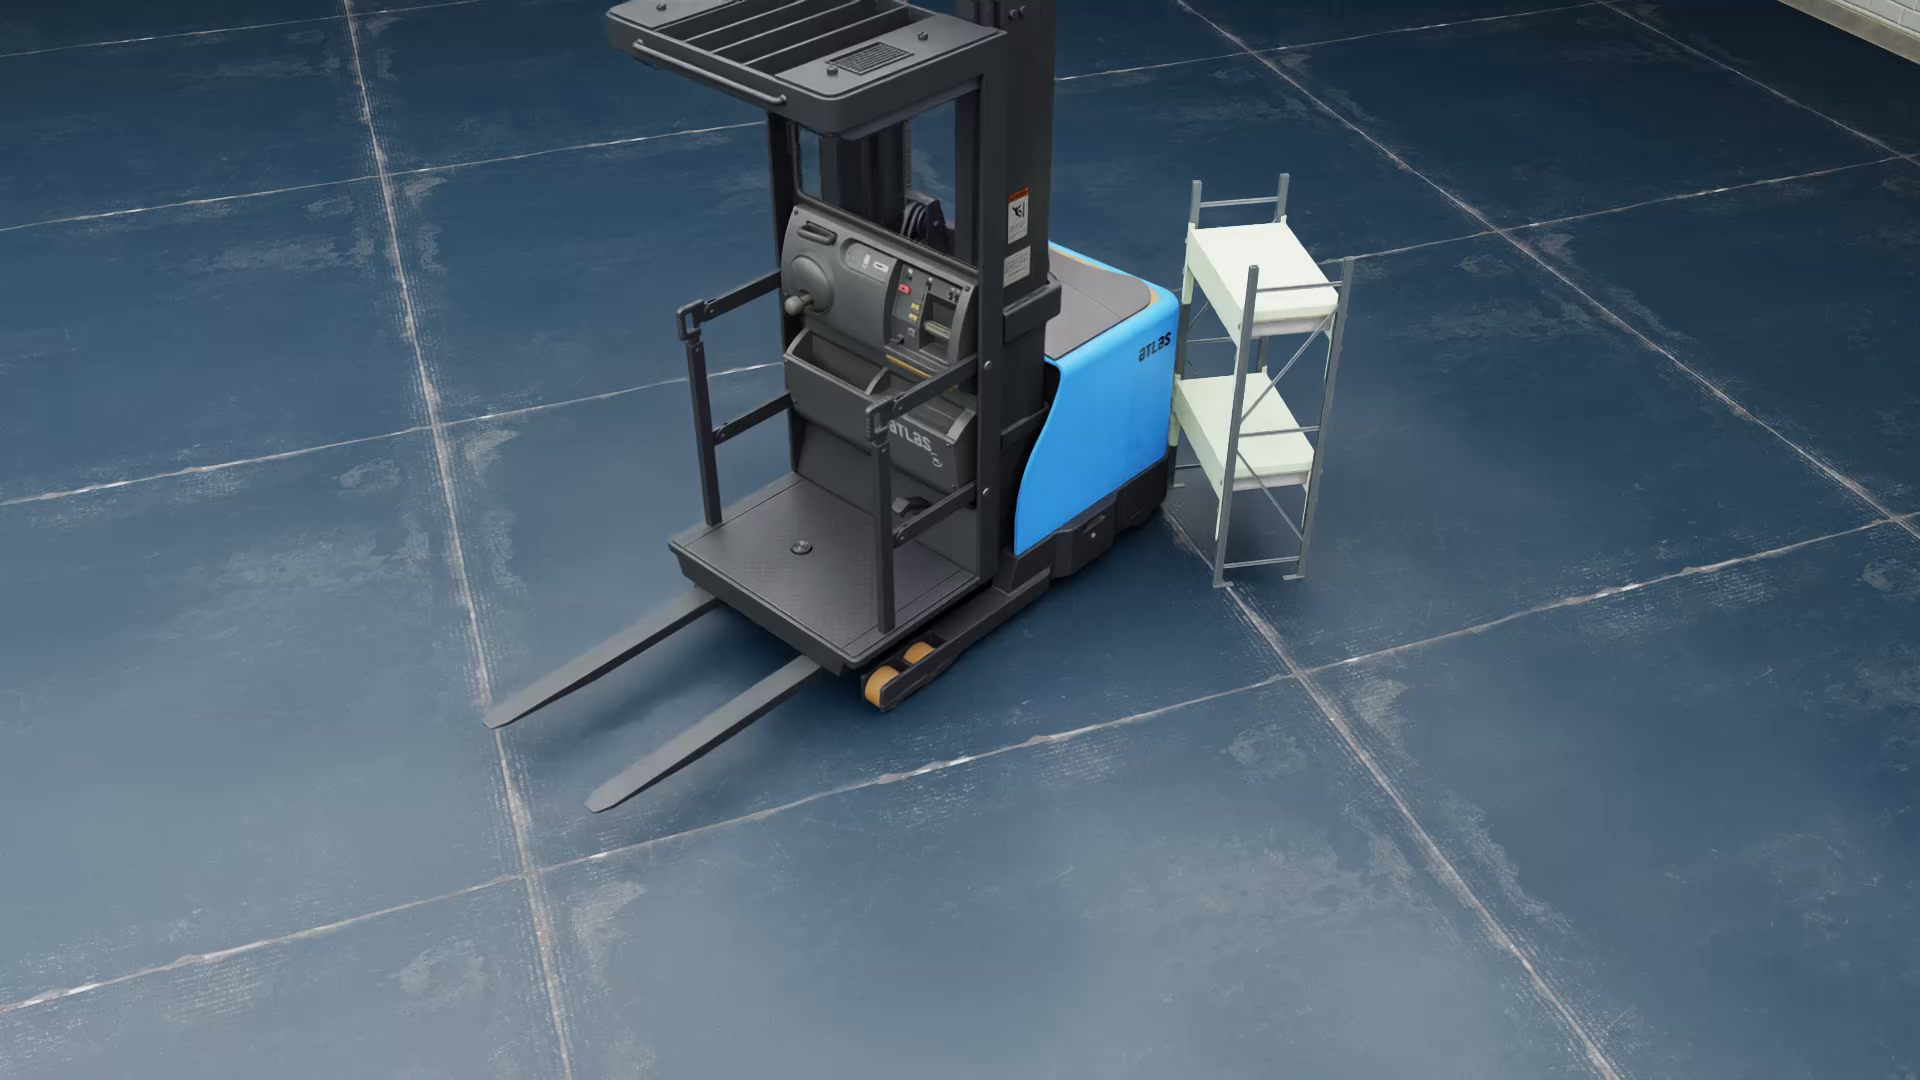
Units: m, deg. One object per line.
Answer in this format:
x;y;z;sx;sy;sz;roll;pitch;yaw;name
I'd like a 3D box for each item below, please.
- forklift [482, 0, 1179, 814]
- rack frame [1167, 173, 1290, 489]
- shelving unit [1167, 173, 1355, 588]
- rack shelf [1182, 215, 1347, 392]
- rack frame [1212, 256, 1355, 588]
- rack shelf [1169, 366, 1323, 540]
-0.456;-0.868;5.966;1.130;2.935;3.031;29;46;33;forklift
1.131;-0.857;7.141;0.400;1.500;0.023;-6;37;-8;rack frame
1.194;-0.640;6.853;0.431;1.500;0.755;-6;37;-8;shelving unit
1.194;-0.952;6.618;0.431;0.370;0.720;-6;37;-8;rack shelf
1.258;-0.423;6.565;0.400;1.500;0.023;-6;37;-8;rack frame
1.194;-0.379;7.049;0.431;0.370;0.720;-6;37;-8;rack shelf
